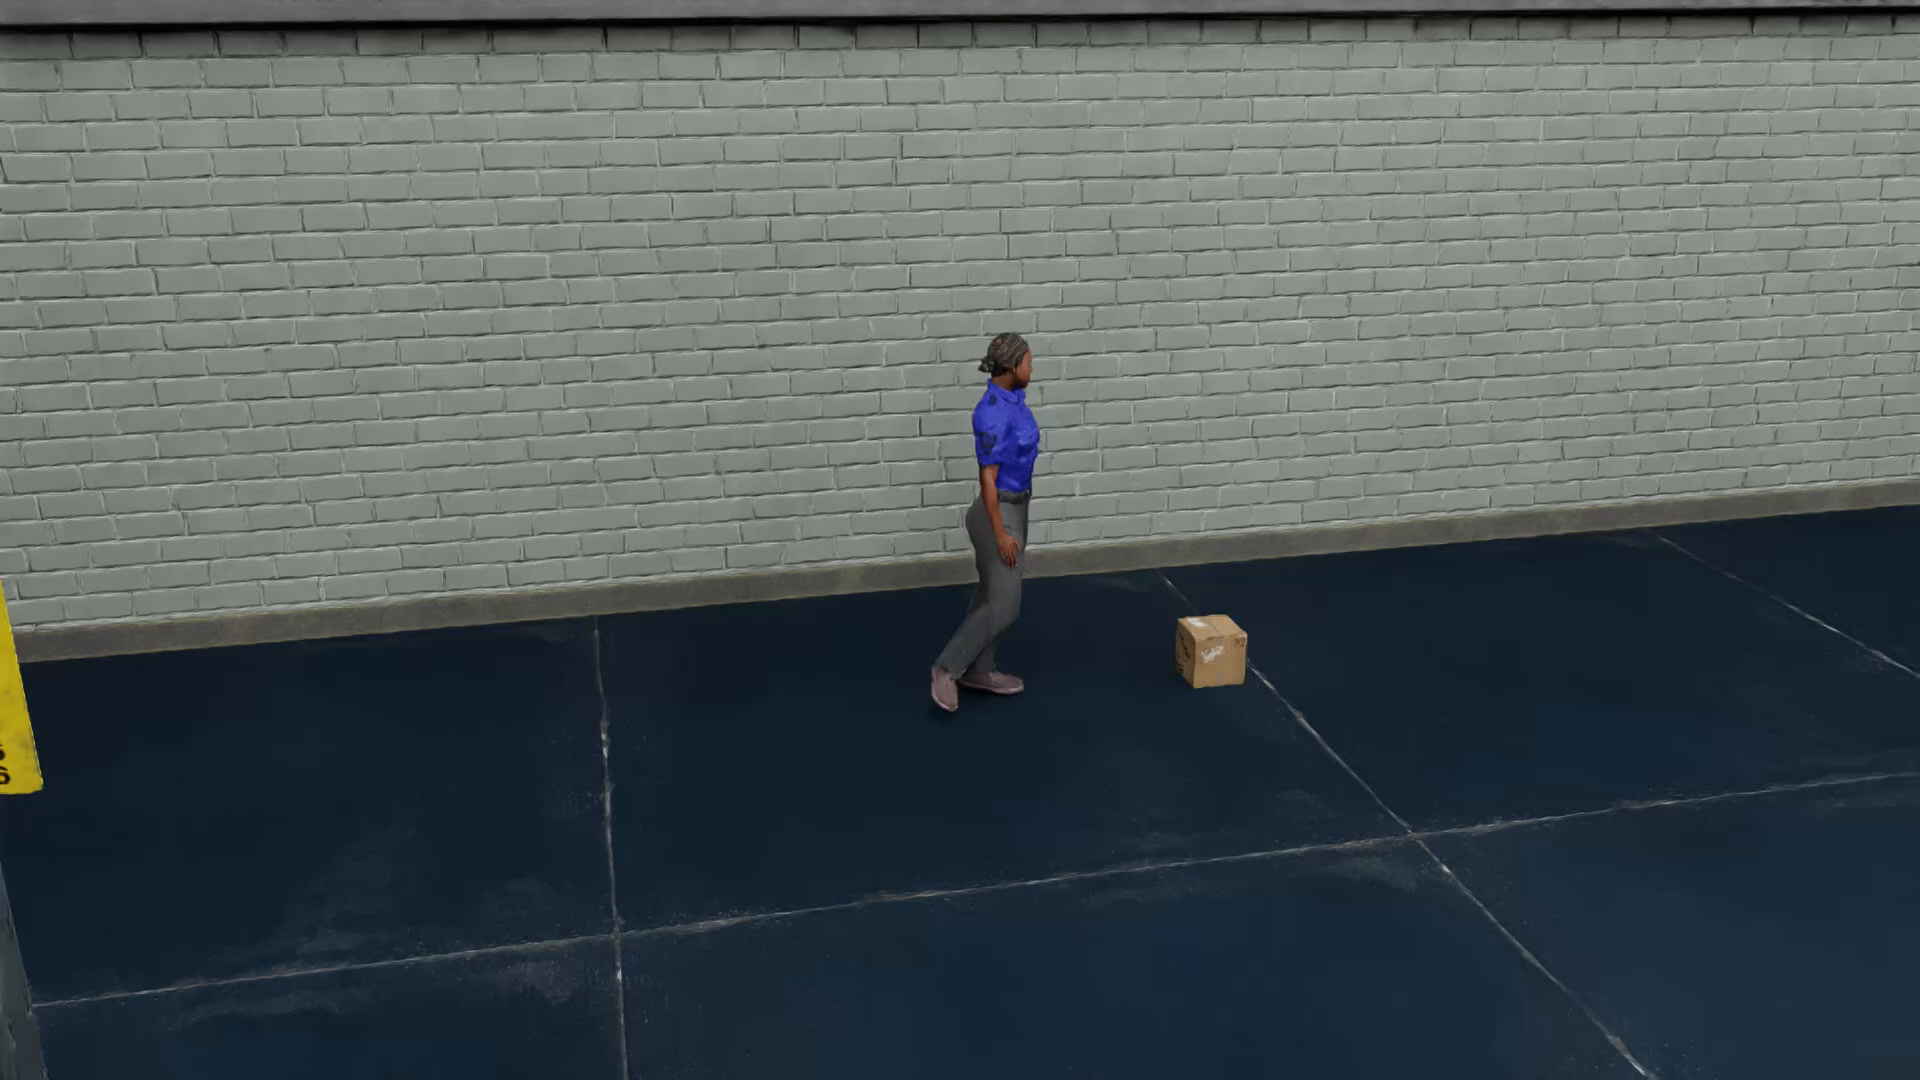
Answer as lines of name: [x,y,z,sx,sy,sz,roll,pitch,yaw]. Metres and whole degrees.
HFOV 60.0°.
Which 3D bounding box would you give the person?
person: [0.107,-0.071,7.246,0.433,1.638,0.637,5,20,14]
